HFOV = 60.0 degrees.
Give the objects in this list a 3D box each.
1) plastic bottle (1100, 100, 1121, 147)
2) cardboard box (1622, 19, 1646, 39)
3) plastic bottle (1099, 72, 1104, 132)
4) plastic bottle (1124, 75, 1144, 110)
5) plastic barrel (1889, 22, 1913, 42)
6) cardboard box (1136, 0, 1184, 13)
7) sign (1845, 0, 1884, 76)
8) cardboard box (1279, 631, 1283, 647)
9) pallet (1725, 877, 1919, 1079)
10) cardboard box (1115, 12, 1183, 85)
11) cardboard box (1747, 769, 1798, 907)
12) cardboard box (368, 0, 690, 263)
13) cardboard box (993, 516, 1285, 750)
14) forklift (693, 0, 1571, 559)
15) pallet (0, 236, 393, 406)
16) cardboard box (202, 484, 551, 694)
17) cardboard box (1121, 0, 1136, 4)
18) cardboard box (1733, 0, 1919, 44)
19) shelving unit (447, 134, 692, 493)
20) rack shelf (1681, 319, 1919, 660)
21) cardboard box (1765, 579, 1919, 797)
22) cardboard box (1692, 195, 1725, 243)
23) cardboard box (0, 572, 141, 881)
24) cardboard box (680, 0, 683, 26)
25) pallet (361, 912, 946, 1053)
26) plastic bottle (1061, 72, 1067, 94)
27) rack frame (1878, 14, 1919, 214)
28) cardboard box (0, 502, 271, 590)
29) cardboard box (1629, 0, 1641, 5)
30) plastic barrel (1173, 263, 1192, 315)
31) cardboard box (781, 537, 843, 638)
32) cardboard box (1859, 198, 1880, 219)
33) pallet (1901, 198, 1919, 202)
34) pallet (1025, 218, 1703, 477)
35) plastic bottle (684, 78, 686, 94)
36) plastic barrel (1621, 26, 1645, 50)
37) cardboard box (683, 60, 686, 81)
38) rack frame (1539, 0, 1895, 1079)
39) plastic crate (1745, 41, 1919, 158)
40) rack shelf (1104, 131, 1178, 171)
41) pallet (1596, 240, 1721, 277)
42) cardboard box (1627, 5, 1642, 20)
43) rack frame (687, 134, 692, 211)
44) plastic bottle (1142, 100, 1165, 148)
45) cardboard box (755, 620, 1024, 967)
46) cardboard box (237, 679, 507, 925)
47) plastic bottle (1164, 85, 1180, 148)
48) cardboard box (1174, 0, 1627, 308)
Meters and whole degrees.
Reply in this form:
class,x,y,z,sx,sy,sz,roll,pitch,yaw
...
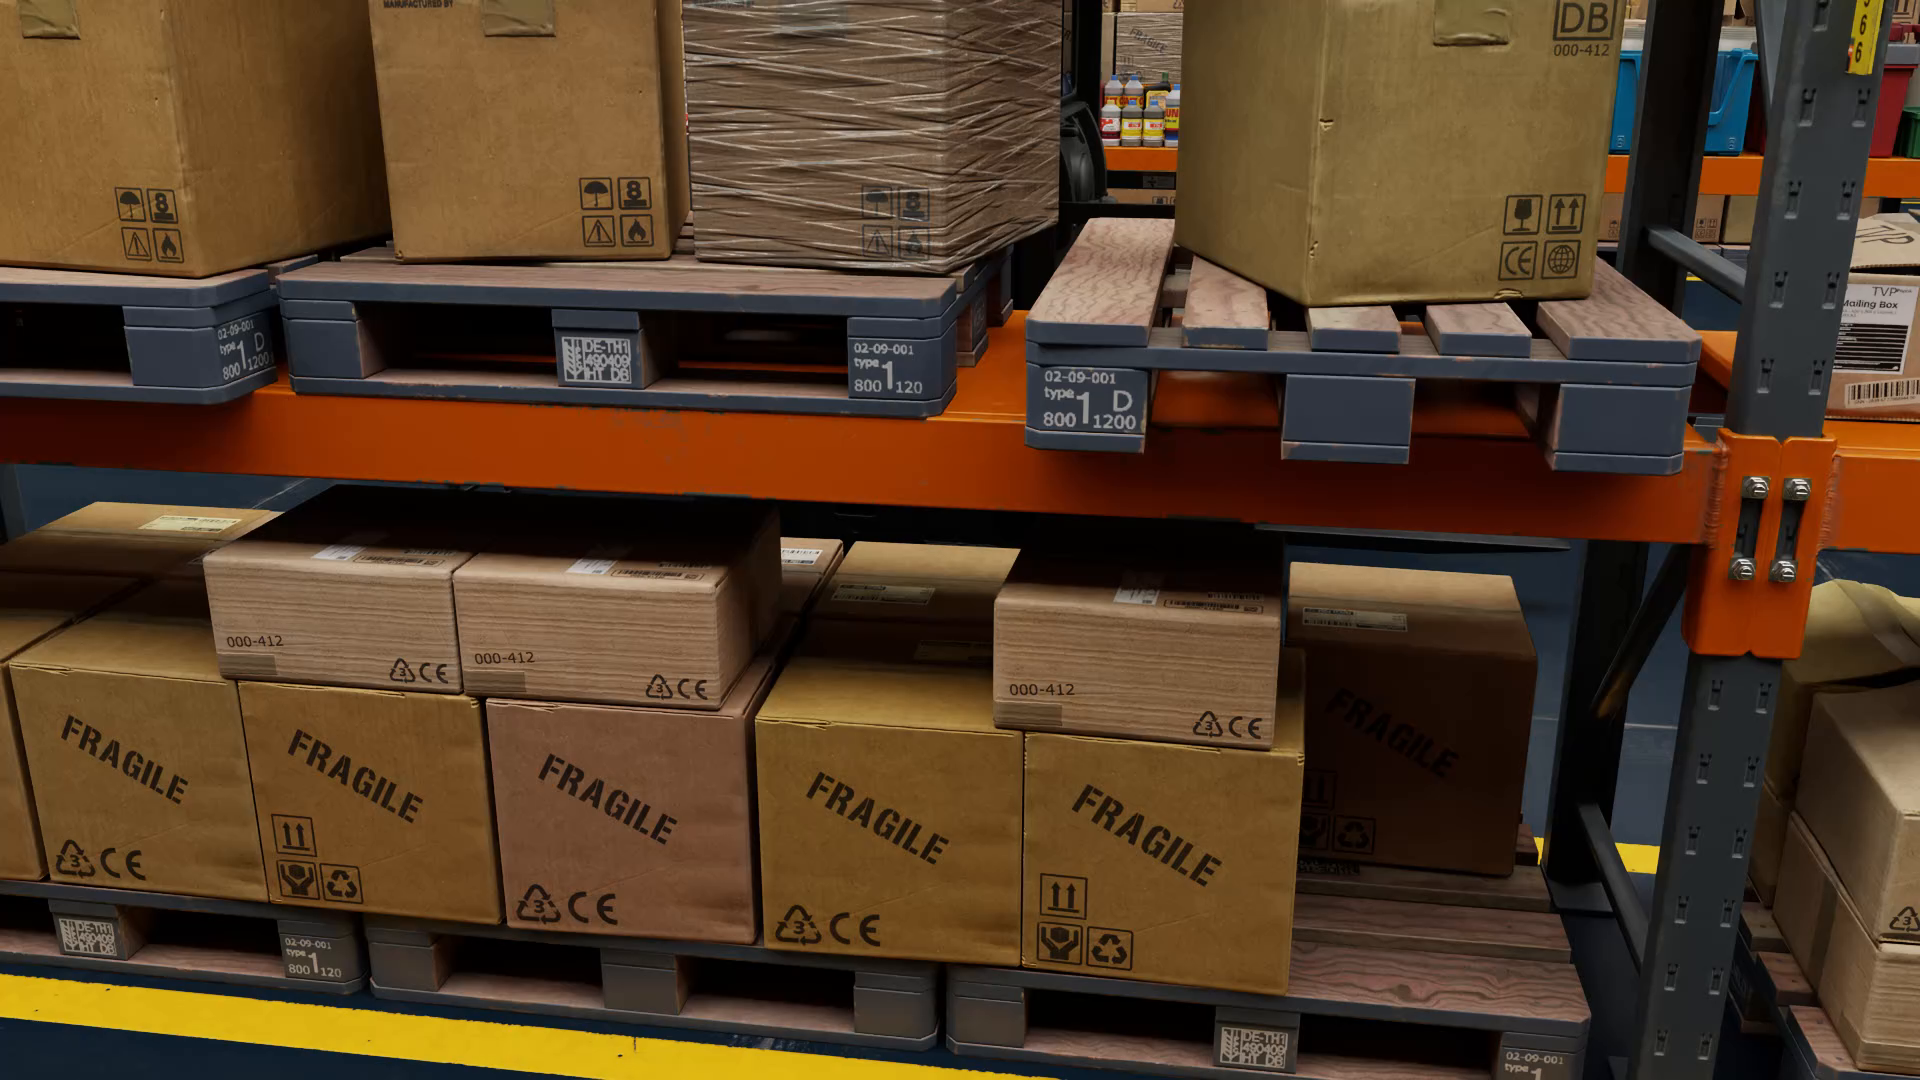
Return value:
class,x,y,z,sx,sy,sz,roll,pitch,yaw
plastic bottle,0.681,-1.887,7.528,0.097,0.201,0.097,0,18,0
cardboard box,4.563,-3.560,11.791,0.500,0.250,0.500,2,19,7
plastic bottle,0.650,-2.177,8.266,0.133,0.283,0.061,3,19,9
plastic bottle,0.857,-2.155,8.219,0.097,0.271,0.097,0,18,0
plastic barrel,4.047,-2.076,7.565,0.433,0.535,0.433,0,18,0
cardboard box,1.583,-4.187,12.352,0.637,0.503,0.797,3,19,10
sign,1.293,-0.826,2.345,0.005,0.325,0.100,3,19,9
cardboard box,0.448,0.355,3.762,0.500,0.500,0.500,2,19,7
pallet,2.177,0.891,3.308,1.213,0.211,1.003,3,19,9
cardboard box,1.414,-3.635,12.283,0.500,0.500,0.500,2,19,7
cardboard box,1.928,0.570,3.545,0.500,0.250,0.500,3,19,10
cardboard box,-0.825,-0.864,3.337,0.500,0.500,0.700,-2,19,-5
cardboard box,0.353,0.161,3.159,0.500,0.250,0.500,4,19,11
forklift,0.612,-1.350,5.719,3.031,2.935,1.130,4,19,11
pallet,-1.808,-0.521,3.436,1.213,0.211,1.003,3,19,9
cardboard box,-1.153,0.086,3.384,0.500,0.250,0.500,3,19,9
cardboard box,1.742,-5.460,16.690,0.250,0.149,0.380,3,19,10
cardboard box,6.132,-3.955,11.788,1.000,1.000,1.000,3,19,9
shelving unit,-1.417,-0.809,6.358,1.048,1.500,0.538,4,19,11
rack shelf,3.345,-0.043,2.839,4.000,0.370,1.077,3,19,9
cardboard box,1.926,0.303,3.458,0.500,0.311,0.500,3,19,10
cardboard box,5.271,-2.506,12.312,0.500,0.500,0.700,1,19,4
cardboard box,-2.141,0.391,3.654,0.500,0.500,0.500,2,19,6
cardboard box,-1.995,-4.181,12.658,0.500,0.500,0.500,3,19,9
pallet,-0.562,0.726,3.802,1.213,0.211,1.003,3,19,9
plastic bottle,0.413,-1.979,7.567,0.185,0.351,0.144,3,19,9
rack frame,6.894,-3.387,11.699,0.127,3.000,1.000,3,19,9
cardboard box,-2.047,0.225,4.149,0.500,0.500,0.500,3,19,8
cardboard box,6.781,-5.506,16.298,0.500,0.500,0.700,3,19,8
plastic barrel,1.102,-1.076,8.050,0.421,0.512,0.421,0,18,0
cardboard box,-0.563,0.303,3.916,0.500,0.500,0.500,2,19,7
cardboard box,6.291,-2.448,12.139,0.500,0.500,0.700,1,19,4
pallet,9.727,-3.490,16.402,1.213,0.211,1.003,3,19,9
pallet,0.690,-0.406,3.093,1.003,0.211,1.213,3,19,9
plastic bottle,-1.350,-2.261,8.528,0.135,0.276,0.152,3,19,9
plastic barrel,3.209,-2.105,7.691,0.421,0.512,0.421,0,18,0
cardboard box,-2.119,-3.622,12.798,0.250,0.149,0.380,3,19,10
rack frame,1.370,-0.485,3.026,0.127,3.000,1.000,3,19,9
plastic crate,3.706,-1.890,7.124,0.583,0.464,0.402,3,19,9
rack shelf,0.185,-1.796,8.078,4.000,0.370,1.077,3,19,9
pallet,4.917,-2.164,12.439,1.213,0.211,1.003,3,19,9
cardboard box,6.724,-4.951,16.217,0.500,0.500,0.500,3,19,8
rack frame,-0.919,-0.777,6.262,0.032,1.500,0.500,4,19,11
plastic bottle,0.873,-1.877,7.499,0.097,0.201,0.097,0,18,0
cardboard box,-0.102,0.492,3.352,0.500,0.500,0.500,2,19,7
cardboard box,-1.120,0.442,3.502,0.500,0.500,0.500,3,19,9
plastic bottle,0.969,-1.905,7.473,0.097,0.271,0.097,0,18,0
cardboard box,0.730,-0.728,2.933,0.500,0.500,0.700,-3,19,-10
